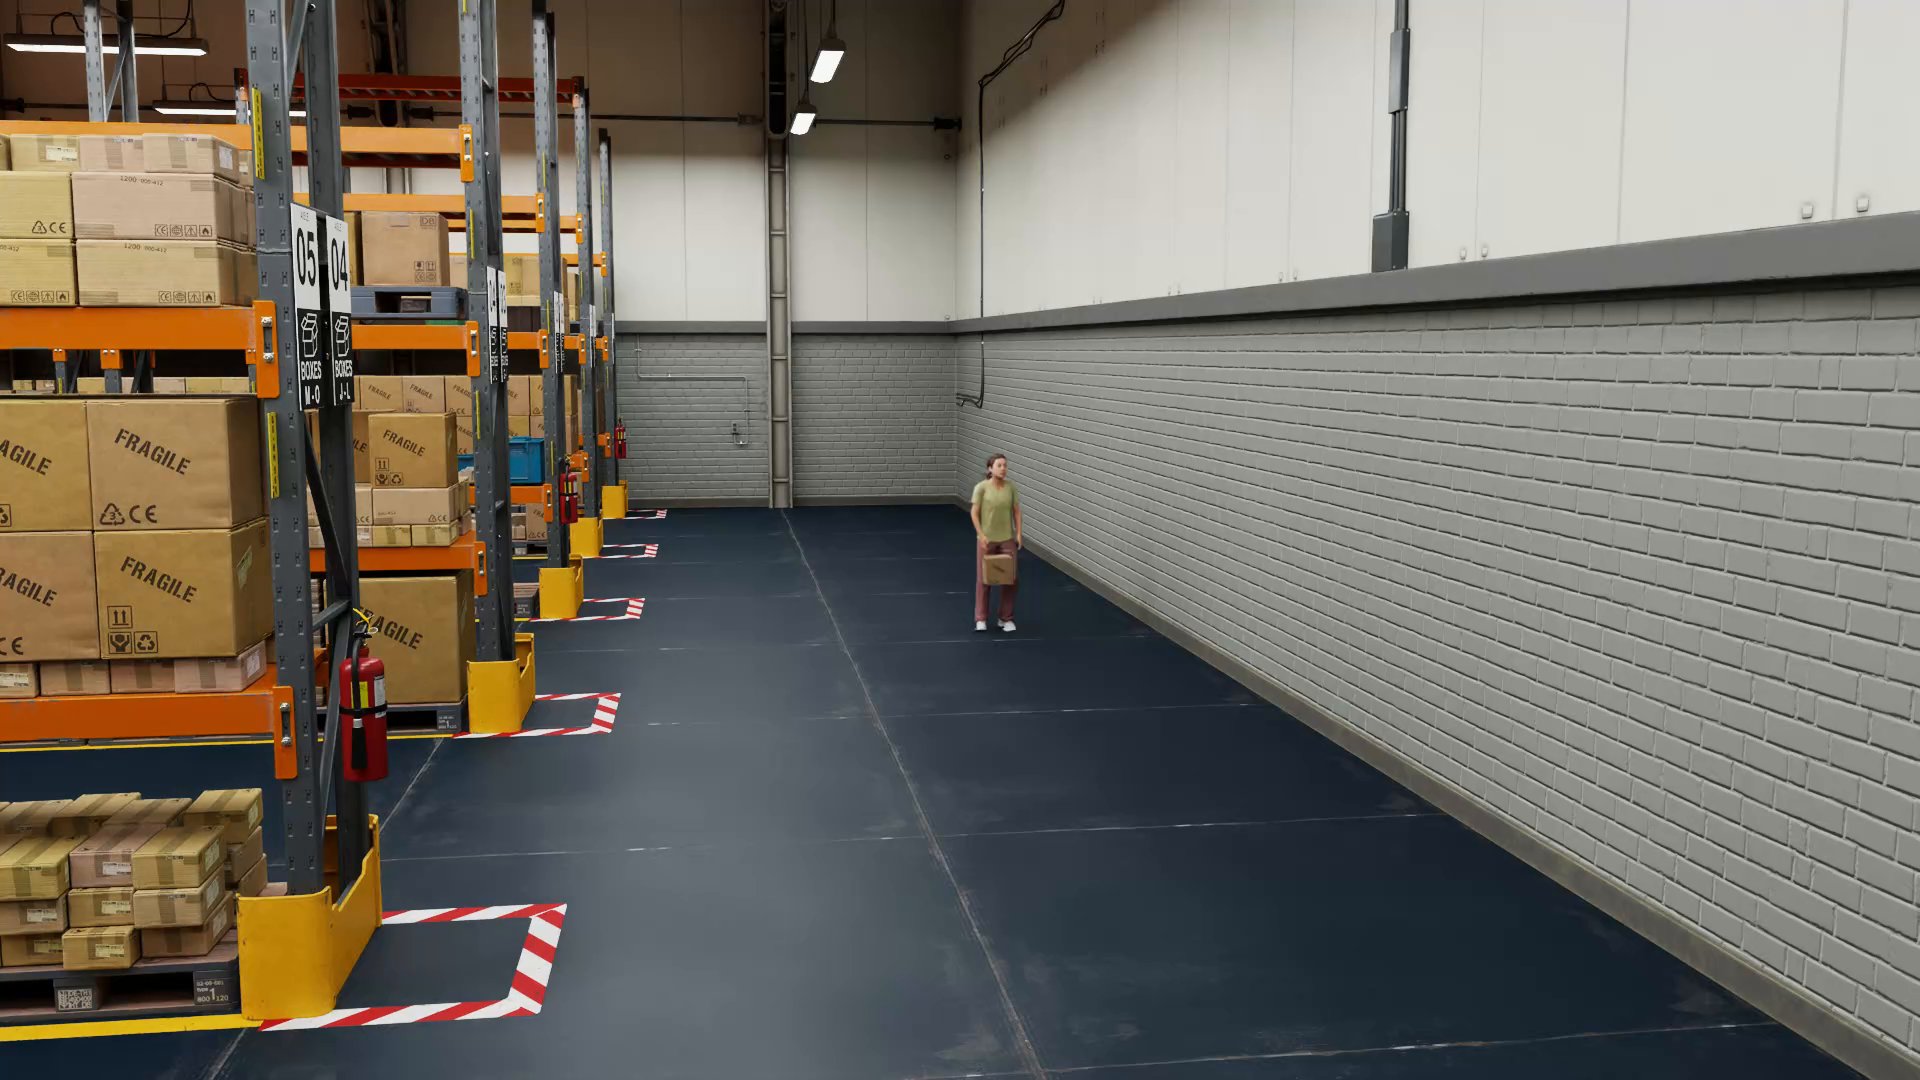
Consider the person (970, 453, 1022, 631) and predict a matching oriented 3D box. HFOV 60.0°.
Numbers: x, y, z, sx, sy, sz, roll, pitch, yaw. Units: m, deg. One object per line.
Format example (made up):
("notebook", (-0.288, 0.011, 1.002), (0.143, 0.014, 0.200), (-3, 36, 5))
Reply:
("person", (0.348, 0.018, 15.674), (0.524, 1.678, 0.375), (-2, 7, -19))
